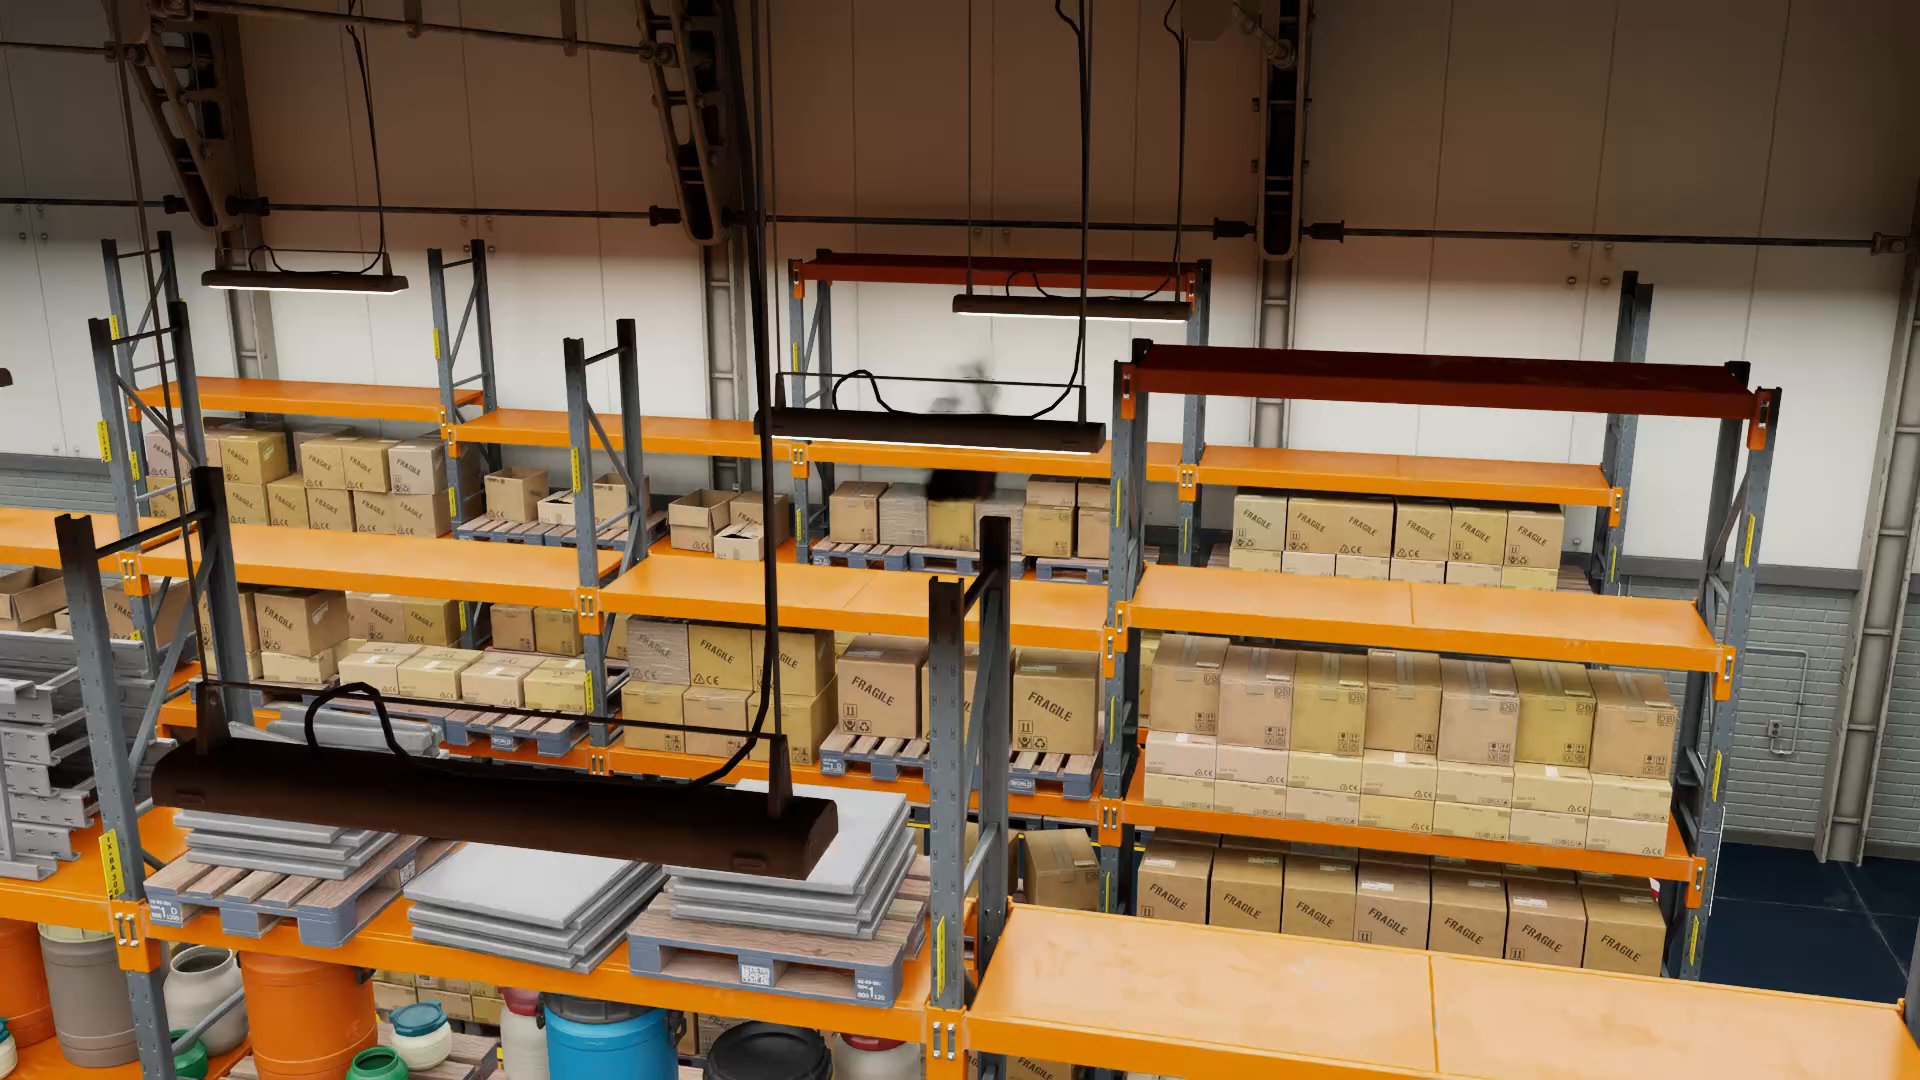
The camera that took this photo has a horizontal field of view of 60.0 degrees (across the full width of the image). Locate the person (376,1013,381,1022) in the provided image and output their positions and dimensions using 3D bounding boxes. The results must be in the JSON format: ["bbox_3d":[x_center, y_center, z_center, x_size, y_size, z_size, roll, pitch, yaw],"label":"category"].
[{"bbox_3d":[-4.012,4.011,11.423,0.896,1.776,0.707,1,16,4],"label":"person"}]
